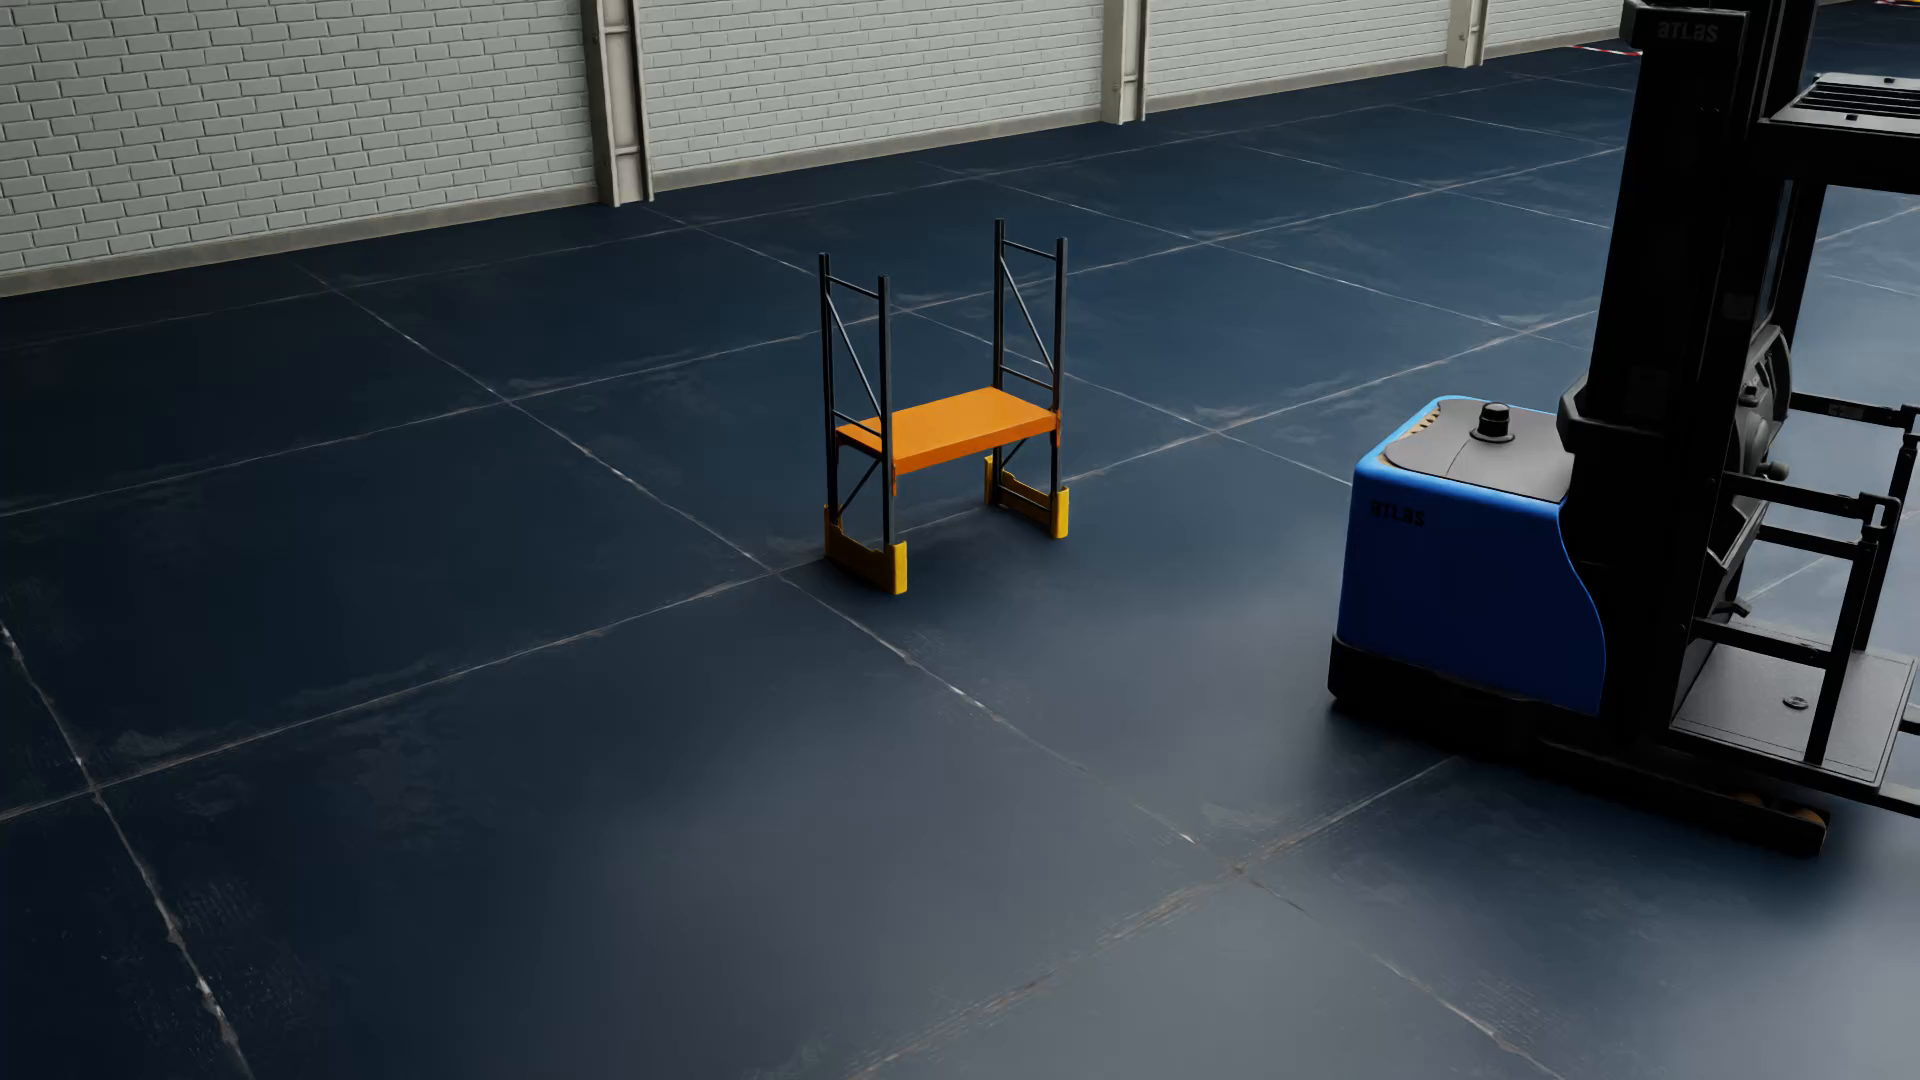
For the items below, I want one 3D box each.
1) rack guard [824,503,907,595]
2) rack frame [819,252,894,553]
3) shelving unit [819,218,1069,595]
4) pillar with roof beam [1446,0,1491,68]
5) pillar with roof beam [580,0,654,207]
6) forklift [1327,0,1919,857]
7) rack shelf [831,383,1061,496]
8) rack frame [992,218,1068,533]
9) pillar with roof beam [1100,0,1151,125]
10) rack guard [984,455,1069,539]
[{"bbox_3d":[-0.452,0.036,7.876,0.087,0.250,0.587,-18,31,-34],"label":"rack guard"},{"bbox_3d":[-0.467,-0.526,7.602,0.032,1.500,0.500,-18,31,-34],"label":"rack frame"},{"bbox_3d":[-0.060,-0.661,7.892,1.083,1.500,0.587,-18,31,-34],"label":"shelving unit"},{"bbox_3d":[9.145,-8.776,16.471,0.400,9.000,9.100,-18,31,-34],"label":"pillar with roof beam"},{"bbox_3d":[-0.298,-5.659,9.754,0.400,9.000,9.100,-18,31,-34],"label":"pillar with roof beam"},{"bbox_3d":[3.004,-0.471,5.784,3.031,2.935,1.130,16,29,31],"label":"forklift"},{"bbox_3d":[-0.067,-0.495,7.962,1.000,0.185,0.538,-18,31,-34],"label":"rack shelf"},{"bbox_3d":[0.333,-0.790,8.171,0.032,1.500,0.500,-18,31,-34],"label":"rack frame"},{"bbox_3d":[4.424,-7.218,13.113,0.400,9.000,9.100,-18,31,-34],"label":"pillar with roof beam"},{"bbox_3d":[0.332,-0.223,8.433,0.087,0.250,0.587,-18,31,-34],"label":"rack guard"}]
